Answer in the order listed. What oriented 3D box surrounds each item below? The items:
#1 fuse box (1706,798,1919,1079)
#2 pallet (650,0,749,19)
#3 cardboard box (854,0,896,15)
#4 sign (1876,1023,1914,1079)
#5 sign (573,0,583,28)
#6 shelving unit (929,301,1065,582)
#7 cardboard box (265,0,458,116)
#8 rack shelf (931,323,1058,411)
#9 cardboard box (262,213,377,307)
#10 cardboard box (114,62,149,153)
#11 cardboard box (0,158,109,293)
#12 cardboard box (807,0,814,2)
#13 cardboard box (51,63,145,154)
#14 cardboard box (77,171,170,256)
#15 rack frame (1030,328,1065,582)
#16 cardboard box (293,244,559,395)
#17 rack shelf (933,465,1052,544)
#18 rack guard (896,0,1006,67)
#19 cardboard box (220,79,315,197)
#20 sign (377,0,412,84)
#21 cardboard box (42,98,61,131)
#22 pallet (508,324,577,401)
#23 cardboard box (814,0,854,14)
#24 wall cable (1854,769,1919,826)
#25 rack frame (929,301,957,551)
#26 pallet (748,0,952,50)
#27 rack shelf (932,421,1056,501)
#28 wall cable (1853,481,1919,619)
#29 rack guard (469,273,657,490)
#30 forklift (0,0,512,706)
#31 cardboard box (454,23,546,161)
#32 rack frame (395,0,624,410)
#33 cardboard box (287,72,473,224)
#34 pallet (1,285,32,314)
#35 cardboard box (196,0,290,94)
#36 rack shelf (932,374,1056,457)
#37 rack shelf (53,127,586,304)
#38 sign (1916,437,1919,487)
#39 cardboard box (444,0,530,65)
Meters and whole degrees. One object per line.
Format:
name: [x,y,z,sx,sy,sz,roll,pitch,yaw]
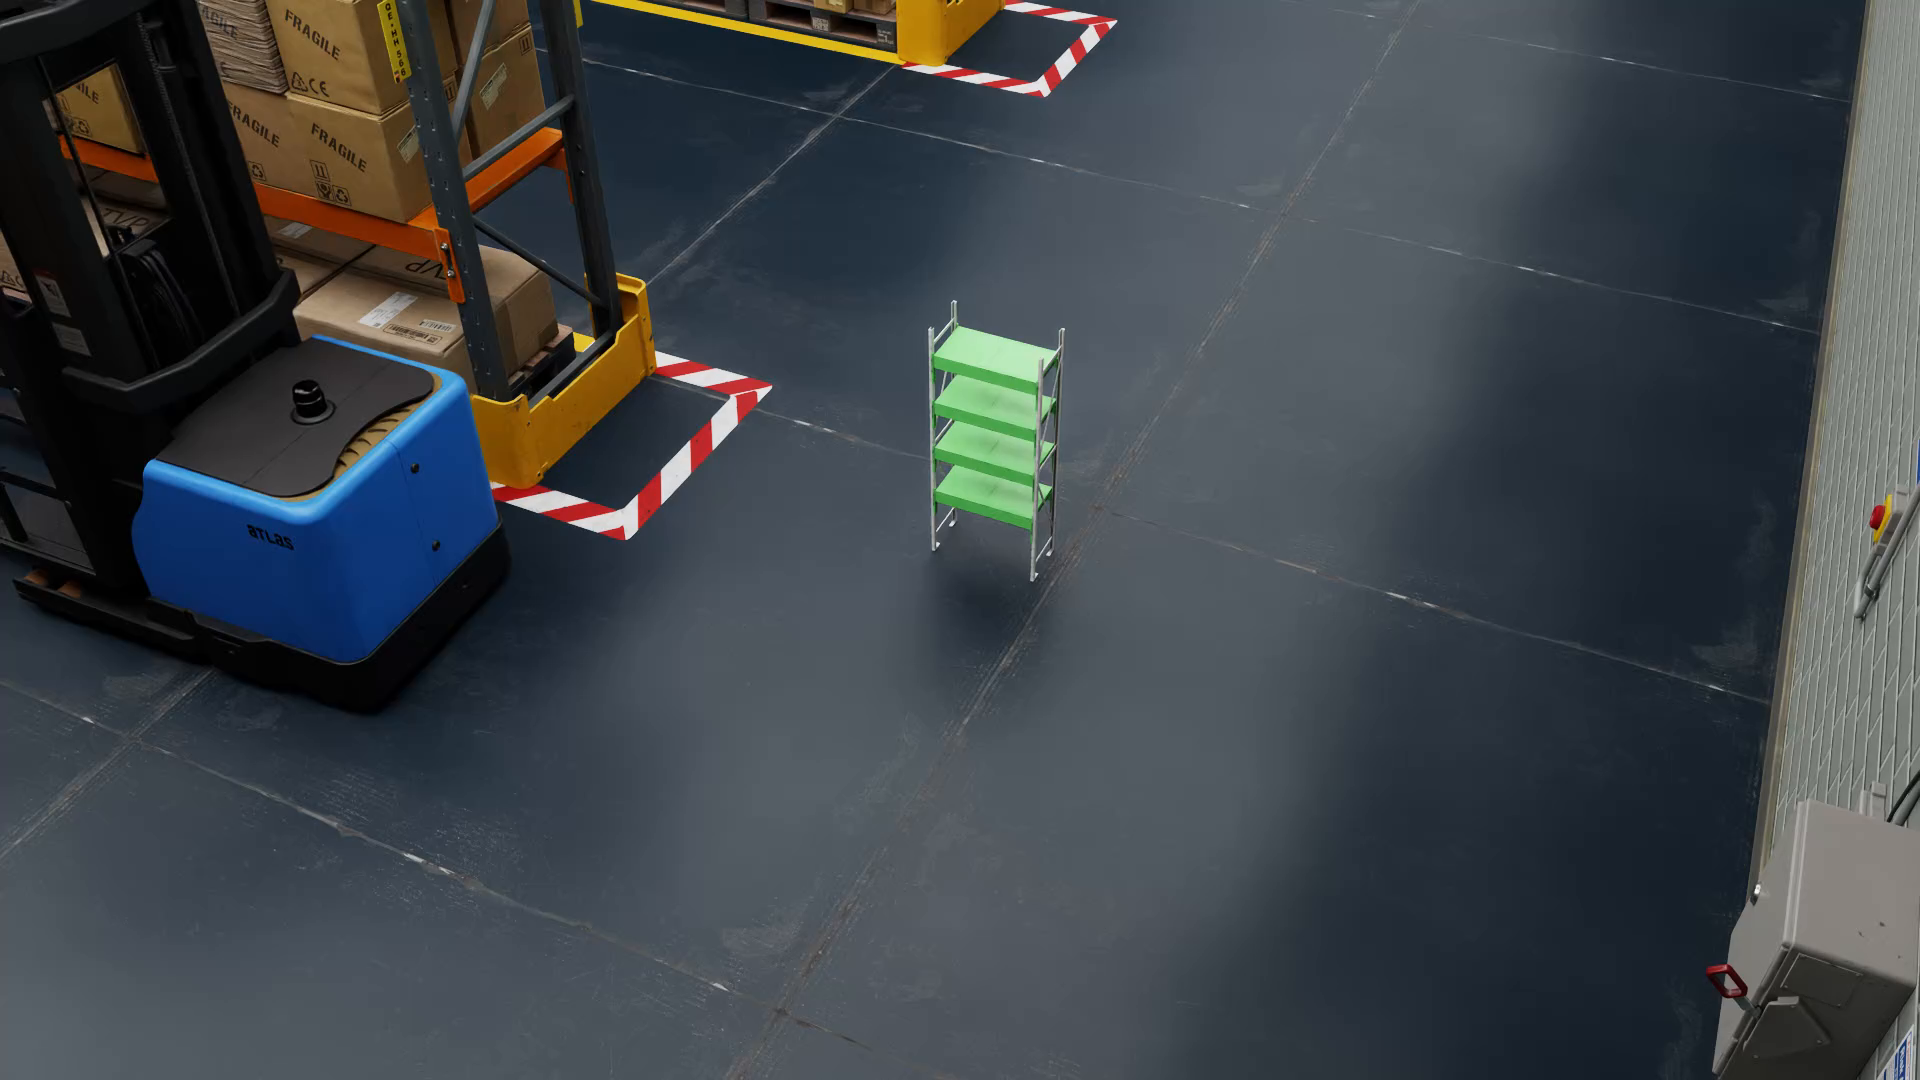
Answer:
fuse box: [2.117,1.480,4.619,0.414,1.711,0.539,17,44,19]
pallet: [-1.873,-4.279,12.409,1.213,0.211,1.003,17,44,19]
cardboard box: [-0.546,-3.830,11.618,0.250,0.149,0.380,18,44,19]
sign: [2.096,1.380,3.824,0.001,0.494,0.329,17,44,19]
sign: [-1.742,-2.445,7.443,0.005,0.325,0.100,17,44,19]
shelving unit: [0.150,-0.408,7.188,0.503,1.200,0.258,17,44,19]
cardboard box: [-2.520,-2.168,7.006,0.500,0.500,0.500,18,44,20]
rack shelf: [0.150,-0.722,6.916,0.480,0.148,0.258,17,44,19]
cardboard box: [-3.455,-1.323,8.505,0.875,0.438,0.875,18,44,20]
cardboard box: [-3.450,-2.059,7.643,0.500,0.500,0.500,18,44,20]
cardboard box: [-5.083,-1.821,9.080,0.875,0.438,0.875,16,44,18]
cardboard box: [-1.025,-3.965,11.775,0.250,0.149,0.380,17,44,18]
cardboard box: [-3.923,-2.195,7.799,0.500,0.500,0.500,18,44,20]
cardboard box: [-4.272,-1.574,8.795,0.875,0.438,0.875,16,43,17]
rack frame: [0.371,-0.340,7.110,0.015,1.200,0.240,17,44,19]
cardboard box: [-2.623,-1.074,8.219,0.875,0.438,0.875,16,43,17]
rack shelf: [0.150,-0.178,7.387,0.480,0.148,0.258,17,44,19]
rack guard: [-0.050,-3.803,11.640,0.348,0.500,1.175,17,44,19]
cardboard box: [-2.980,-1.923,7.486,0.500,0.500,0.500,16,43,18]
sign: [-2.224,-1.969,6.551,0.005,0.325,0.100,17,44,19]
cardboard box: [-4.390,-2.337,7.964,0.500,0.500,0.500,17,44,19]
pallet: [-2.740,-0.882,8.490,1.213,0.211,1.003,17,44,19]
cardboard box: [-0.822,-3.841,11.631,0.250,0.149,0.380,18,44,20]
wall cable: [2.549,0.248,4.282,0.122,1.984,0.588,17,44,19]
rack frame: [-0.071,-0.475,7.266,0.015,1.200,0.240,17,44,19]
pallet: [-0.771,-3.940,12.018,1.213,0.211,1.003,17,44,19]
rack shelf: [0.150,-0.359,7.230,0.480,0.148,0.258,17,44,19]
wall cable: [3.138,-0.609,5.246,0.123,1.953,0.585,17,44,19]
rack guard: [-1.960,-0.809,8.186,0.348,0.500,1.175,17,44,19]
forklift: [-3.562,-1.065,6.625,3.031,2.935,1.130,16,43,18]
cardboard box: [-2.296,-2.102,7.692,0.500,0.500,0.500,17,44,18]
rack frame: [-1.982,-1.760,7.375,0.127,3.000,1.000,17,44,19]
cardboard box: [-2.531,-1.775,7.315,0.500,0.500,0.500,17,44,19]
pallet: [-4.951,-1.557,9.270,1.213,0.211,1.003,17,44,19]
cardboard box: [-3.006,-2.296,7.152,0.500,0.500,0.500,17,44,19]
rack shelf: [0.150,-0.541,7.073,0.480,0.148,0.258,17,44,19]
rack shelf: [-3.795,-2.042,8.249,4.000,0.370,1.077,17,44,19]
sign: [3.213,-0.327,5.514,0.001,0.218,0.327,17,44,19]
cardboard box: [-2.297,-2.478,7.363,0.500,0.500,0.500,16,43,18]
